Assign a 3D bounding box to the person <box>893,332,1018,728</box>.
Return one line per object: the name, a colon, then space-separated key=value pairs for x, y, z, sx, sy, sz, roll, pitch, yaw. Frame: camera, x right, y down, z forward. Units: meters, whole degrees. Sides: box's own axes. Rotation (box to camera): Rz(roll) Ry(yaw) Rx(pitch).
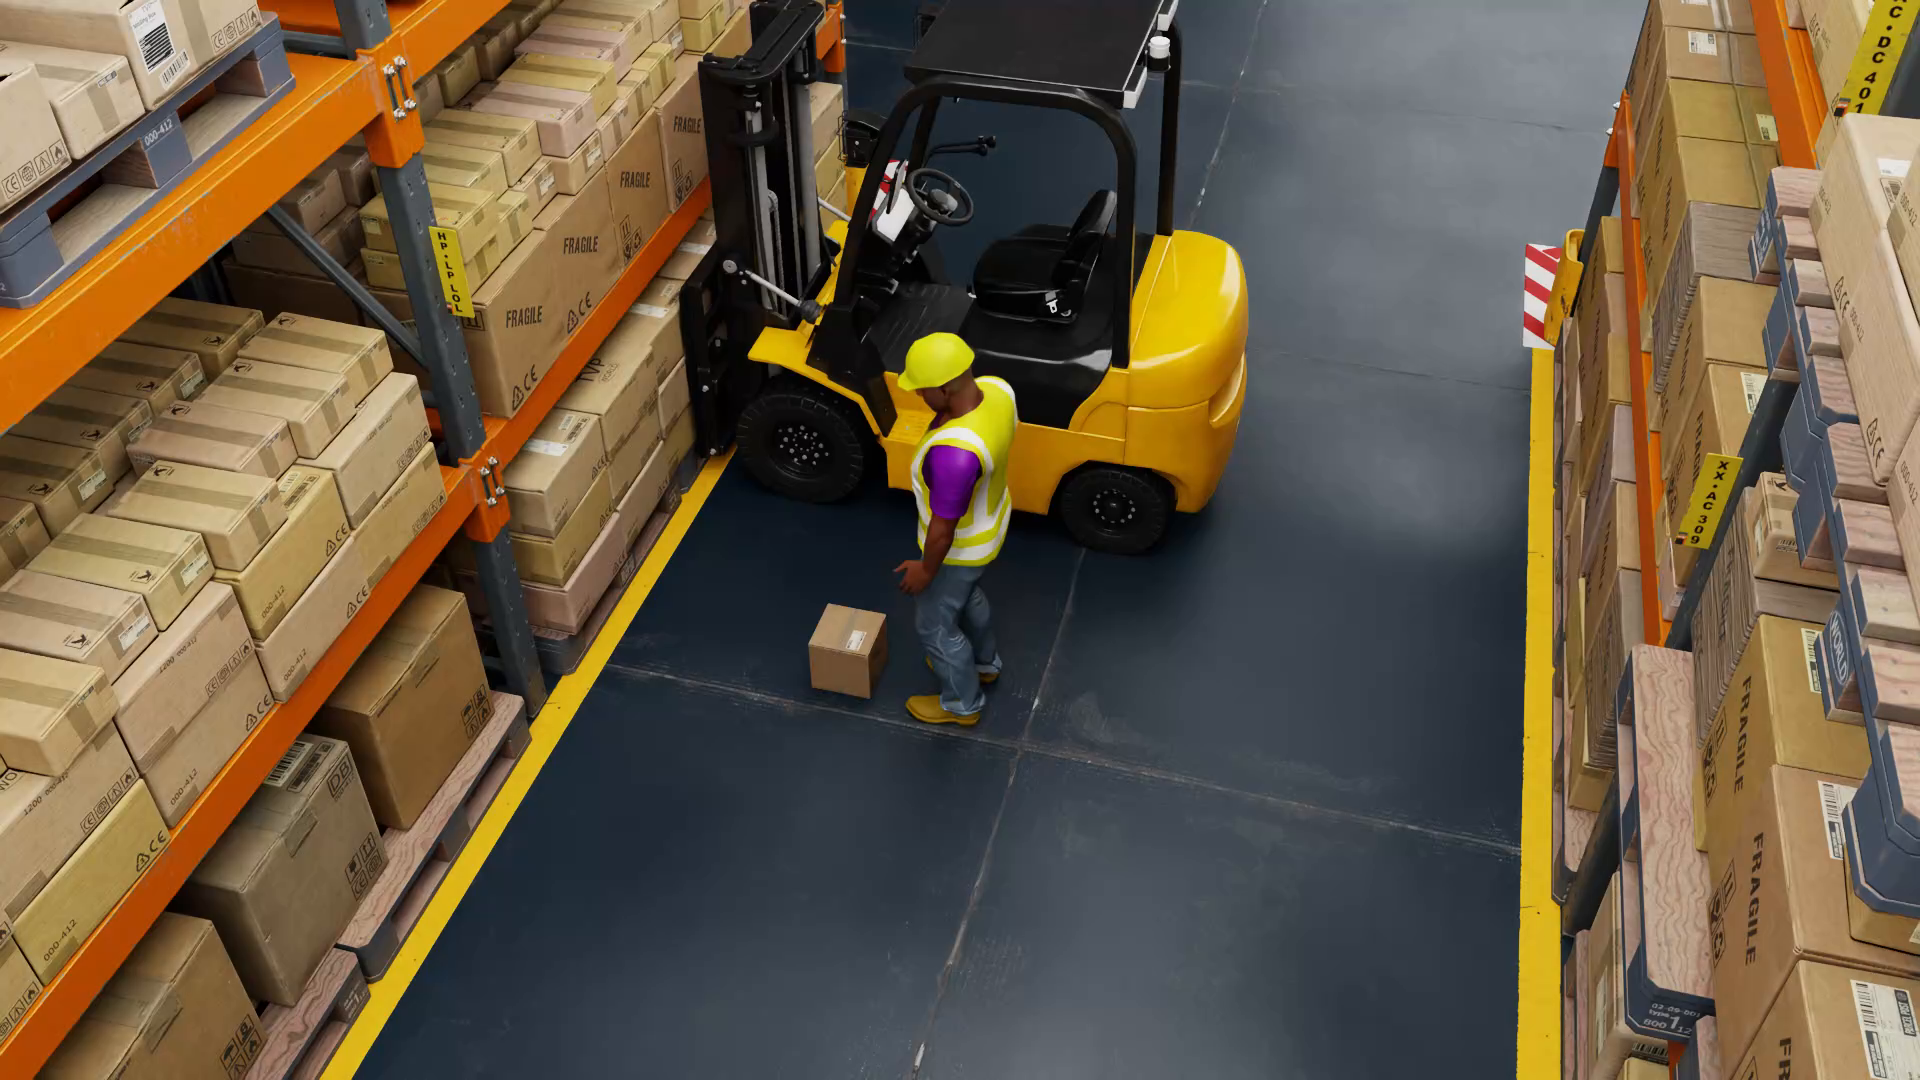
person: x=-0.022 y=-0.022 z=6.178 sx=0.390 sy=1.747 sz=0.575 roll=11 pitch=42 yaw=12
